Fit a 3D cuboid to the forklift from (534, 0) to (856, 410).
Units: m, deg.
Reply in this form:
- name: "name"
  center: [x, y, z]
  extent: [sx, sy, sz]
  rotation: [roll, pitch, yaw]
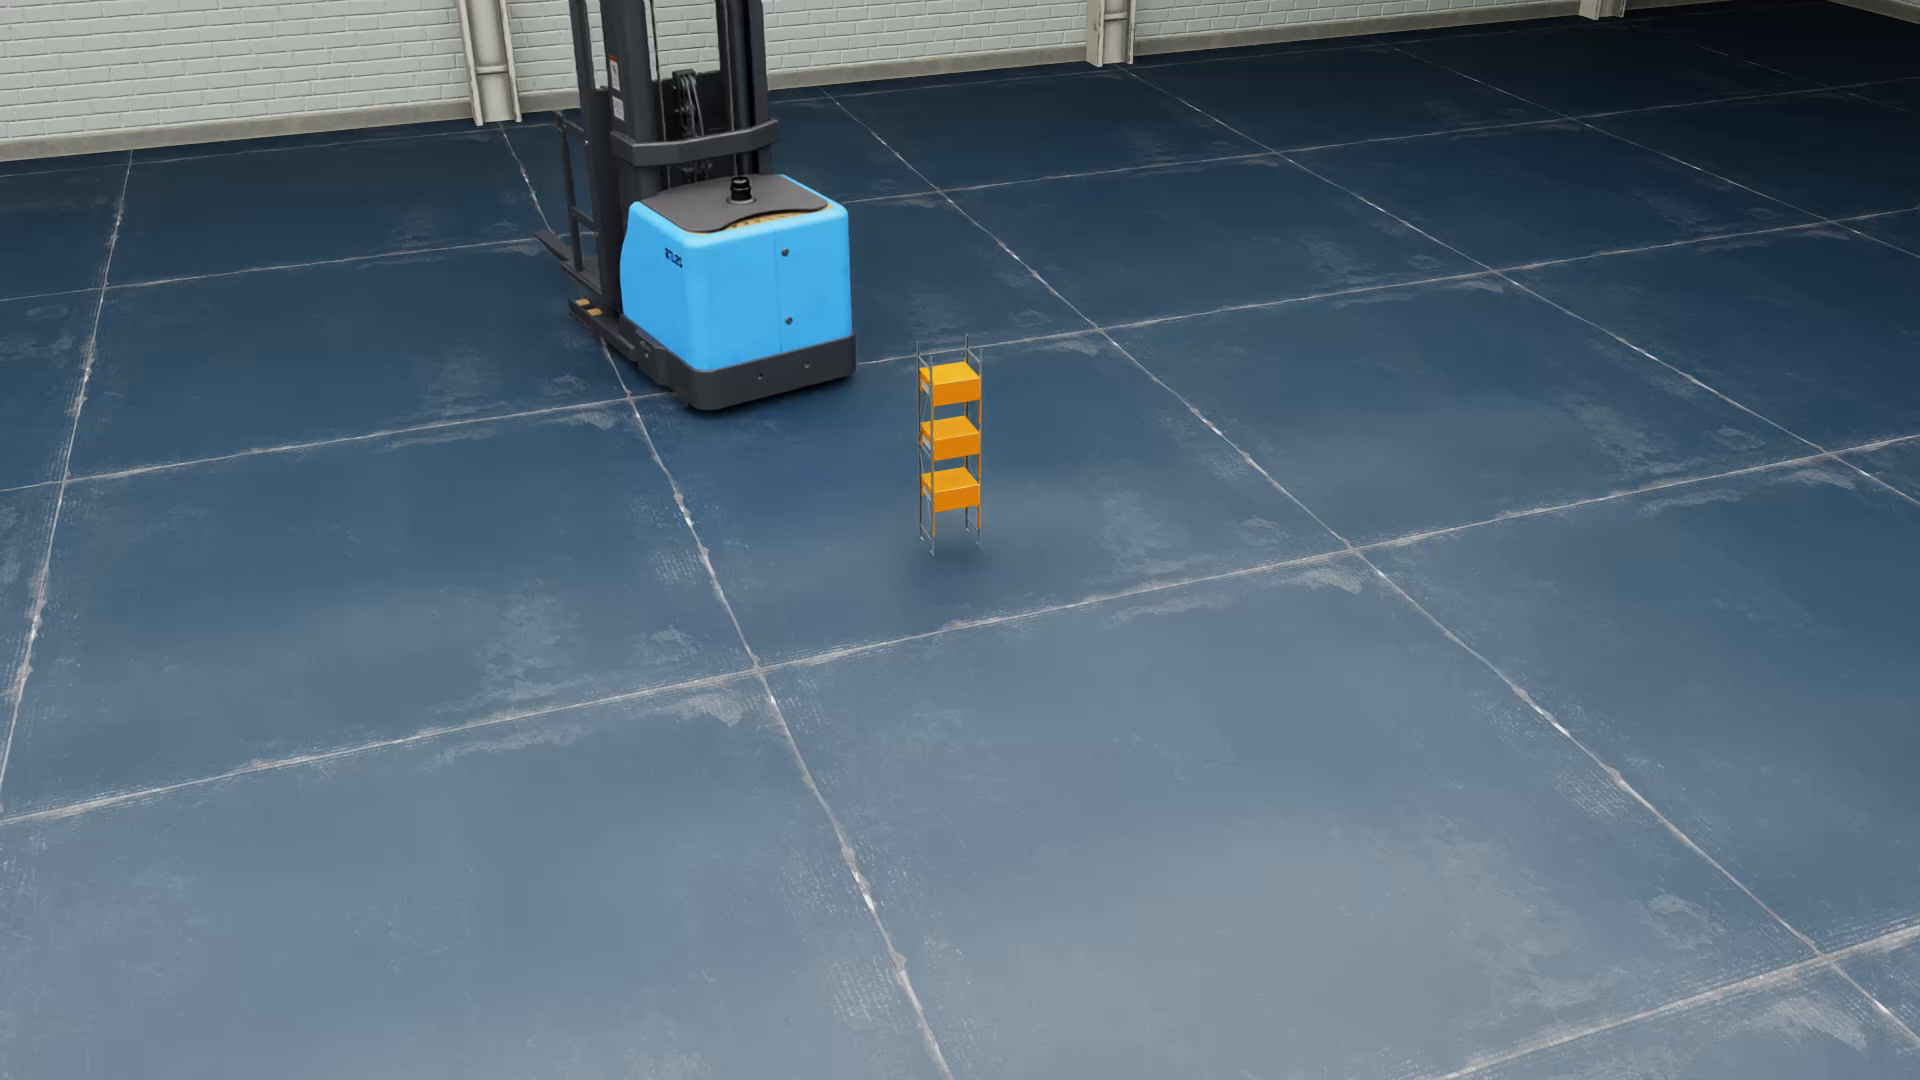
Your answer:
- name: "forklift"
  center: [-1.848, -2.689, 10.010]
  extent: [1.130, 2.935, 3.031]
  rotation: [-18, 34, -29]

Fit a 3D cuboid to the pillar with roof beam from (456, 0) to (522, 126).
- name: "pillar with roof beam"
  center: [-2.629, -5.672, 9.115]
  extent: [0.400, 9.000, 9.100]
  rotation: [-10, 31, -18]

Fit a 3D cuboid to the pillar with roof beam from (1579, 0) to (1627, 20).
- name: "pillar with roof beam"
  center: [8.618, -7.743, 12.750]
  extent: [0.400, 9.000, 9.100]
  rotation: [-10, 31, -18]

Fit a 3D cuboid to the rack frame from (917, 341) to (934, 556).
- name: "rack frame"
  center: [-0.164, -0.426, 7.937]
  extent: [0.008, 1.050, 0.200]
  rotation: [-10, 31, -18]

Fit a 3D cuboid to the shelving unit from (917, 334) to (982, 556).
- name: "shelving unit"
  center: [-0.050, -0.447, 7.974]
  extent: [0.252, 1.050, 0.215]
  rotation: [-10, 31, -18]

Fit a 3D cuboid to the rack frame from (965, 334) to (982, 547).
- name: "rack frame"
  center: [0.064, -0.468, 8.011]
  extent: [0.008, 1.050, 0.200]
  rotation: [-10, 31, -18]

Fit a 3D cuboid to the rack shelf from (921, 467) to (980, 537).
- name: "rack shelf"
  center: [-0.050, -0.196, 8.117]
  extent: [0.240, 0.259, 0.215]
  rotation: [-10, 31, -18]

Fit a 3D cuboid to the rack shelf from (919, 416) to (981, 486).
- name: "rack shelf"
  center: [-0.050, -0.438, 7.979]
  extent: [0.240, 0.259, 0.215]
  rotation: [-10, 31, -18]

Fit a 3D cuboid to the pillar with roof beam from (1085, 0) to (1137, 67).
- name: "pillar with roof beam"
  center: [2.994, -6.707, 10.933]
  extent: [0.400, 9.000, 9.100]
  rotation: [-10, 31, -18]

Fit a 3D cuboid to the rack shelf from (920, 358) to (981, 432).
- name: "rack shelf"
  center: [-0.050, -0.684, 7.839]
  extent: [0.240, 0.259, 0.215]
  rotation: [-10, 31, -18]
